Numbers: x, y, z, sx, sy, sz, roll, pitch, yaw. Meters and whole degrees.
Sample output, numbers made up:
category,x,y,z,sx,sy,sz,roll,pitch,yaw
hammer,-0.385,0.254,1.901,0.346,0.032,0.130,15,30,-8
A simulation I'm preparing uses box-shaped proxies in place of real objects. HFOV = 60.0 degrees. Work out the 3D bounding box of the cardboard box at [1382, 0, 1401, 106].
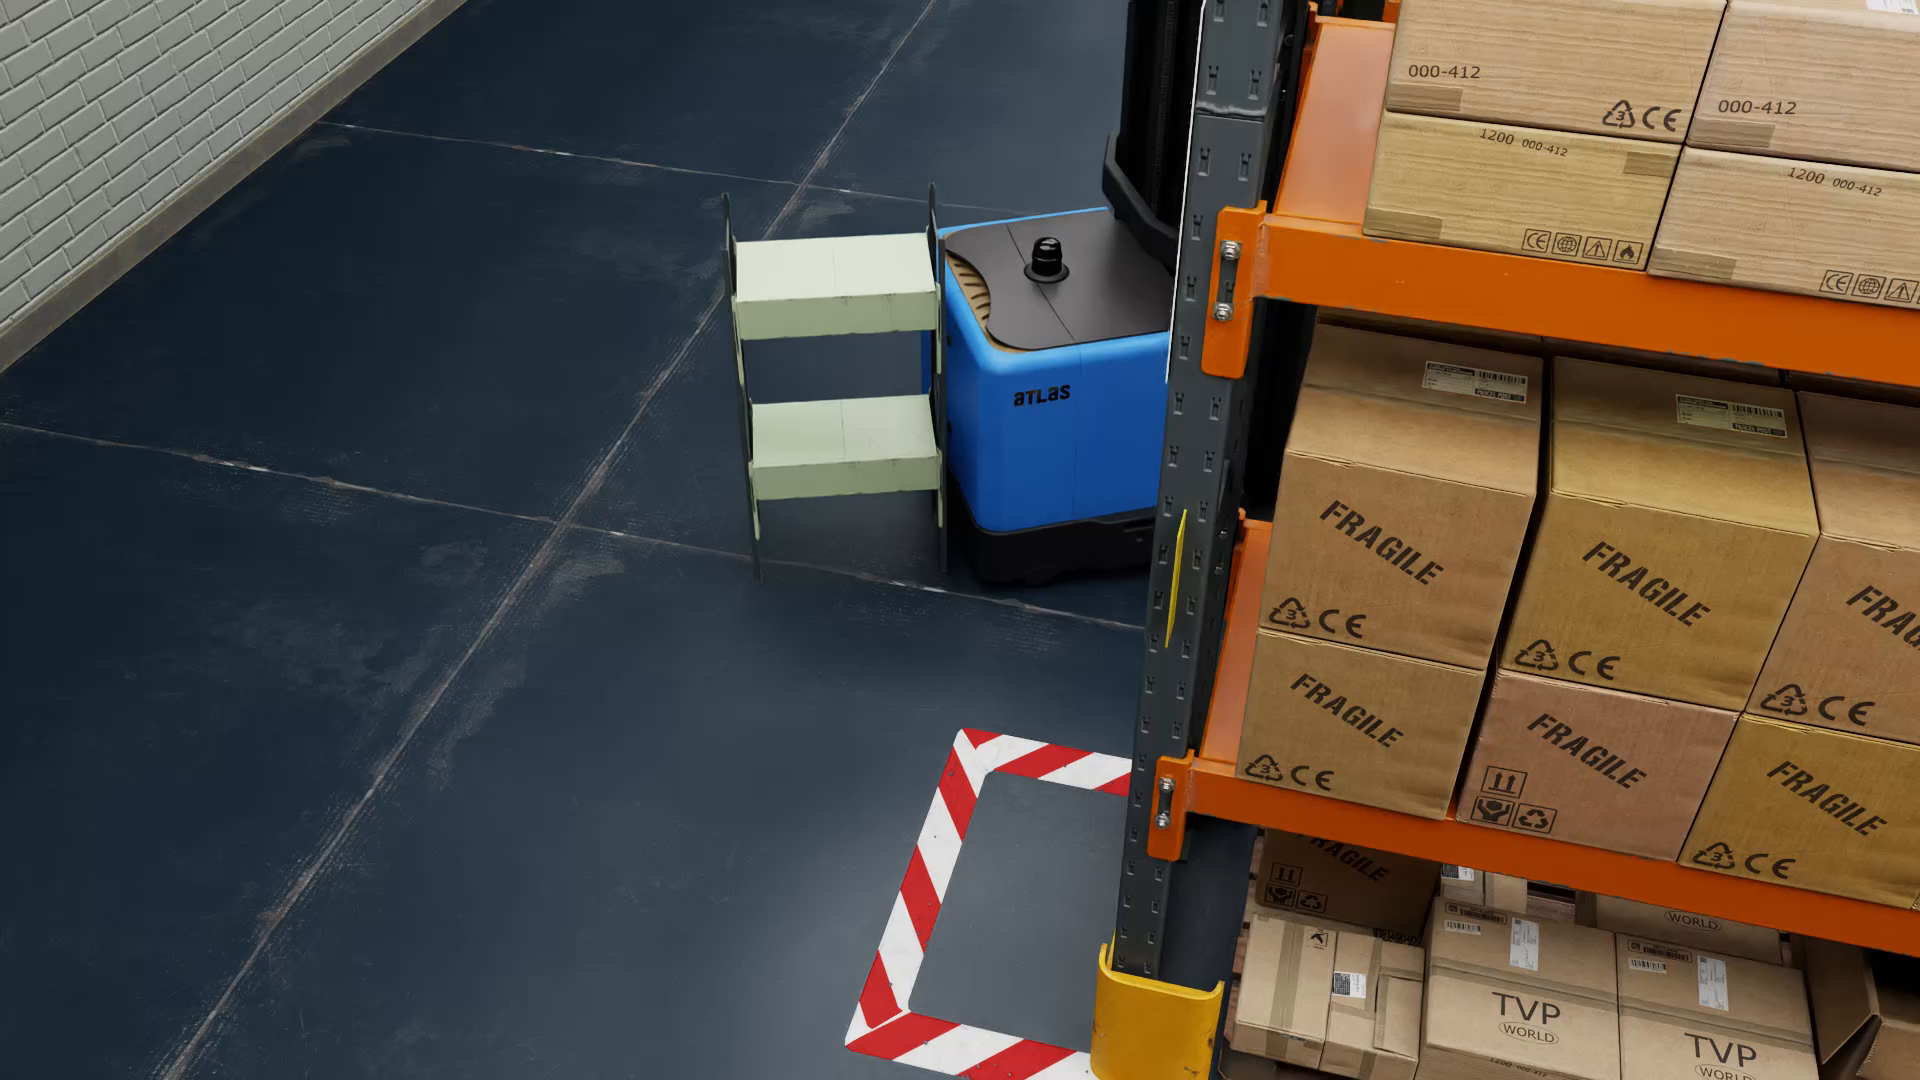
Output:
category,x,y,z,sx,sy,sz,roll,pitch,yaw
cardboard box,1.178,-1.089,3.499,0.500,0.250,0.500,10,41,11

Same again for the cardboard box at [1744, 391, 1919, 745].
category,x,y,z,sx,sy,sz,roll,pitch,yaw
cardboard box,1.963,0.065,3.485,0.500,0.500,0.500,10,41,12

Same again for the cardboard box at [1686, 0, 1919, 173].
category,x,y,z,sx,sy,sz,roll,pitch,yaw
cardboard box,1.523,-0.867,2.846,0.500,0.250,0.500,10,41,11

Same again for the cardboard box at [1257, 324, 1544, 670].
category,x,y,z,sx,sy,sz,roll,pitch,yaw
cardboard box,0.974,-0.103,3.685,0.500,0.500,0.500,11,41,13

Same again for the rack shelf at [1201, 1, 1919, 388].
category,x,y,z,sx,sy,sz,roll,pitch,yaw
rack shelf,2.545,-0.460,3.193,4.000,0.370,1.077,10,41,11

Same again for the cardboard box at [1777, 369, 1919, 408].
category,x,y,z,sx,sy,sz,roll,pitch,yaw
cardboard box,2.104,-0.271,3.885,0.500,0.500,0.500,11,41,13

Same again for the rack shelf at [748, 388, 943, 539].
category,x,y,z,sx,sy,sz,roll,pitch,yaw
rack shelf,-0.446,-0.299,6.446,0.720,0.370,0.431,-4,40,-4

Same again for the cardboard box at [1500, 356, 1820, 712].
category,x,y,z,sx,sy,sz,roll,pitch,yaw
cardboard box,1.481,-0.021,3.587,0.500,0.500,0.500,10,41,12

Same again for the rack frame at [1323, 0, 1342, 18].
category,x,y,z,sx,sy,sz,roll,pitch,yaw
rack frame,1.897,-2.996,7.985,0.127,3.000,1.000,10,41,11

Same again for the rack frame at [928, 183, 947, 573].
category,x,y,z,sx,sy,sz,roll,pitch,yaw
rack frame,-0.082,-0.572,6.265,0.023,1.500,0.400,-4,40,-4

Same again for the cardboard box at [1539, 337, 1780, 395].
category,x,y,z,sx,sy,sz,roll,pitch,yaw
cardboard box,1.602,-0.354,3.984,0.500,0.500,0.500,11,41,13

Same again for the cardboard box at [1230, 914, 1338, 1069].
category,x,y,z,sx,sy,sz,roll,pitch,yaw
cardboard box,0.929,1.287,4.760,0.250,0.149,0.380,10,41,11

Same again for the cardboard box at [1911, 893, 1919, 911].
category,x,y,z,sx,sy,sz,roll,pitch,yaw
cardboard box,2.440,0.532,3.707,0.500,0.500,0.500,10,41,12

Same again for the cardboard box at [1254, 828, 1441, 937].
category,x,y,z,sx,sy,sz,roll,pitch,yaw
cardboard box,1.202,0.807,5.059,0.500,0.500,0.500,10,41,11

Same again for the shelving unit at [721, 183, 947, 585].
category,x,y,z,sx,sy,sz,roll,pitch,yaw
shelving unit,-0.446,-0.548,6.236,0.755,1.500,0.431,-4,40,-4

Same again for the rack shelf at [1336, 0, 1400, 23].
category,x,y,z,sx,sy,sz,roll,pitch,yaw
rack shelf,3.829,-2.388,7.821,4.000,0.370,1.077,10,41,11

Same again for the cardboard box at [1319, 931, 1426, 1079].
category,x,y,z,sx,sy,sz,roll,pitch,yaw
cardboard box,1.170,1.322,4.705,0.250,0.166,0.380,10,41,11

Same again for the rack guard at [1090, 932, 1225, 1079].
category,x,y,z,sx,sy,sz,roll,pitch,yaw
rack guard,0.687,1.050,5.111,0.348,0.500,1.175,10,41,11

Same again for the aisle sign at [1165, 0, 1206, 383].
category,x,y,z,sx,sy,sz,roll,pitch,yaw
aisle sign,0.471,-0.744,3.282,0.004,0.787,0.394,10,41,11

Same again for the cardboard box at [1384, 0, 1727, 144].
category,x,y,z,sx,sy,sz,roll,pitch,yaw
cardboard box,1.042,-0.955,2.950,0.500,0.250,0.500,10,41,11

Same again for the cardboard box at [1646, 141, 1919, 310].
category,x,y,z,sx,sy,sz,roll,pitch,yaw
cardboard box,1.523,-0.676,3.007,0.500,0.250,0.500,10,41,11

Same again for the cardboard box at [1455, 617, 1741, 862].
category,x,y,z,sx,sy,sz,roll,pitch,yaw
cardboard box,1.473,0.362,3.908,0.500,0.500,0.500,9,41,11

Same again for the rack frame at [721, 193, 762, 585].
category,x,y,z,sx,sy,sz,roll,pitch,yaw
rack frame,-0.810,-0.524,6.208,0.023,1.500,0.400,-4,40,-4

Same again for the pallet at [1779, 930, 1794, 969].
category,x,y,z,sx,sy,sz,roll,pitch,yaw
pallet,2.632,1.497,4.803,1.213,0.211,1.003,10,41,11

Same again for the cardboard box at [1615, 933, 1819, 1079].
category,x,y,z,sx,sy,sz,roll,pitch,yaw
cardboard box,2.031,1.398,4.549,0.500,0.250,0.500,10,41,11

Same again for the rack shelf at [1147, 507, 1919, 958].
category,x,y,z,sx,sy,sz,roll,pitch,yaw
rack shelf,2.545,0.689,4.157,4.000,0.370,1.077,10,41,11

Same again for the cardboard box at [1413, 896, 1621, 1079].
category,x,y,z,sx,sy,sz,roll,pitch,yaw
cardboard box,1.548,1.315,4.648,0.500,0.250,0.500,10,41,11

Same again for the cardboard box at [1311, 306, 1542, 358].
category,x,y,z,sx,sy,sz,roll,pitch,yaw
cardboard box,1.114,-0.437,4.083,0.500,0.500,0.500,9,41,11

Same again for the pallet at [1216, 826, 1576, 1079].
category,x,y,z,sx,sy,sz,roll,pitch,yaw
pallet,1.457,1.293,5.046,1.213,0.211,1.003,10,41,11

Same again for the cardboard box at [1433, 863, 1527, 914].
category,x,y,z,sx,sy,sz,roll,pitch,yaw
cardboard box,1.570,1.058,5.019,0.250,0.166,0.380,10,41,11

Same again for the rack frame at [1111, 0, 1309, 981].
category,x,y,z,sx,sy,sz,roll,pitch,yaw
rack frame,0.613,0.081,4.322,0.127,3.000,1.000,10,41,11

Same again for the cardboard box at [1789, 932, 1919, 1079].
category,x,y,z,sx,sy,sz,roll,pitch,yaw
cardboard box,2.661,1.224,4.559,0.637,0.503,0.797,10,41,11

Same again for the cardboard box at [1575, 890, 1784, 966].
category,x,y,z,sx,sy,sz,roll,pitch,yaw
cardboard box,2.112,1.079,4.929,0.500,0.250,0.500,10,41,11

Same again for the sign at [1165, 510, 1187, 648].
category,x,y,z,sx,sy,sz,roll,pitch,yaw
sign,0.473,0.086,3.642,0.005,0.325,0.100,10,41,11

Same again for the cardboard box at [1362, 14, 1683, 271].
category,x,y,z,sx,sy,sz,roll,pitch,yaw
cardboard box,1.044,-0.767,3.116,0.500,0.250,0.500,10,41,11

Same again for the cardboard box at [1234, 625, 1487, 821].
category,x,y,z,sx,sy,sz,roll,pitch,yaw
cardboard box,0.974,0.280,4.007,0.500,0.500,0.500,11,41,12

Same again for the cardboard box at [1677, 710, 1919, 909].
category,x,y,z,sx,sy,sz,roll,pitch,yaw
cardboard box,1.957,0.448,3.807,0.500,0.500,0.500,10,41,11

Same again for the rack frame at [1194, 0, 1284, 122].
category,x,y,z,sx,sy,sz,roll,pitch,yaw
rack frame,0.613,-2.217,2.392,0.127,3.000,1.000,10,41,11

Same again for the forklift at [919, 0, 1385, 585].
category,x,y,z,sx,sy,sz,roll,pitch,yaw
forklift,1.401,-1.466,6.216,3.031,2.935,1.130,-10,41,-11

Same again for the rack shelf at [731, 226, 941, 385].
category,x,y,z,sx,sy,sz,roll,pitch,yaw
rack shelf,-0.446,-0.847,5.986,0.720,0.370,0.431,-4,40,-4
